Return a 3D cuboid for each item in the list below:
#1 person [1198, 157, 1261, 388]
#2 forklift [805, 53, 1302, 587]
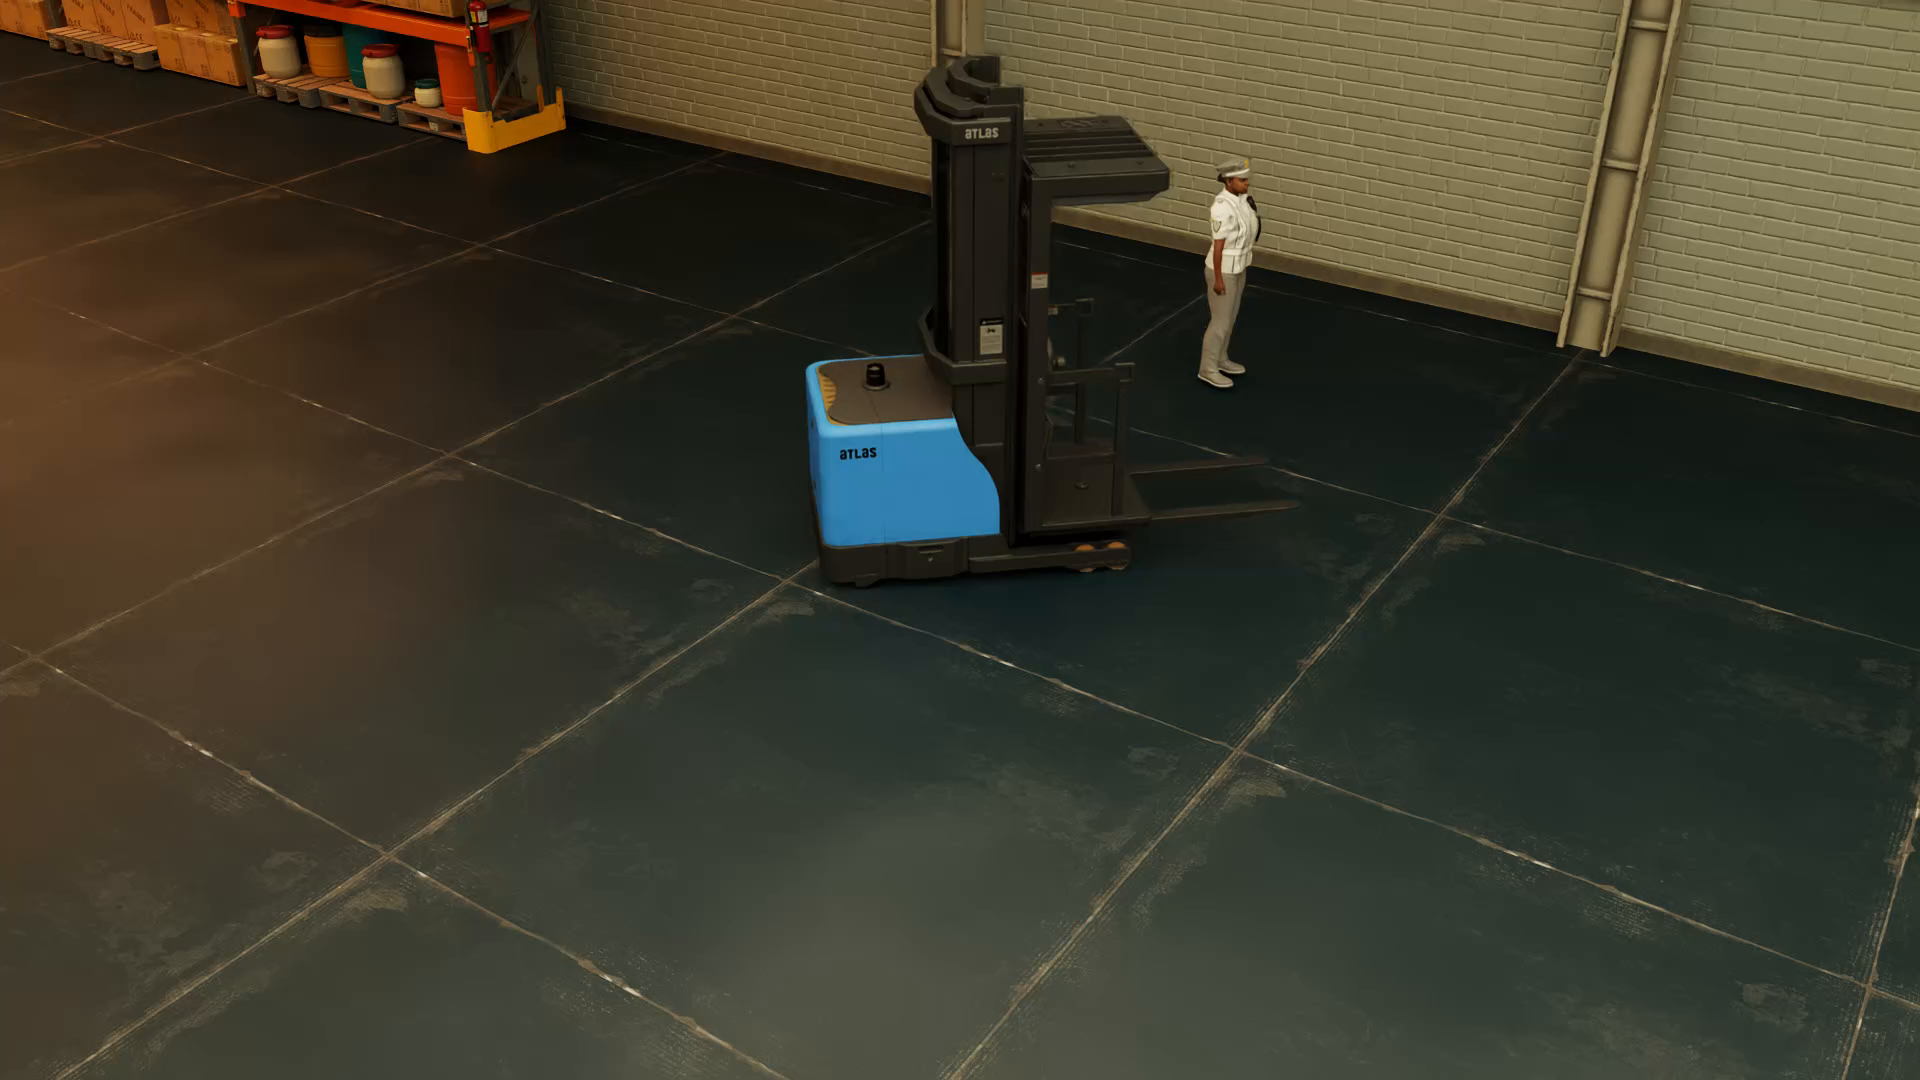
[{"bbox_3d":[1.965,-1.977,12.157,0.336,1.690,0.446,16,34,25],"label":"person"},{"bbox_3d":[0.599,-1.328,9.868,3.031,2.935,1.130,-5,30,-8],"label":"forklift"}]
